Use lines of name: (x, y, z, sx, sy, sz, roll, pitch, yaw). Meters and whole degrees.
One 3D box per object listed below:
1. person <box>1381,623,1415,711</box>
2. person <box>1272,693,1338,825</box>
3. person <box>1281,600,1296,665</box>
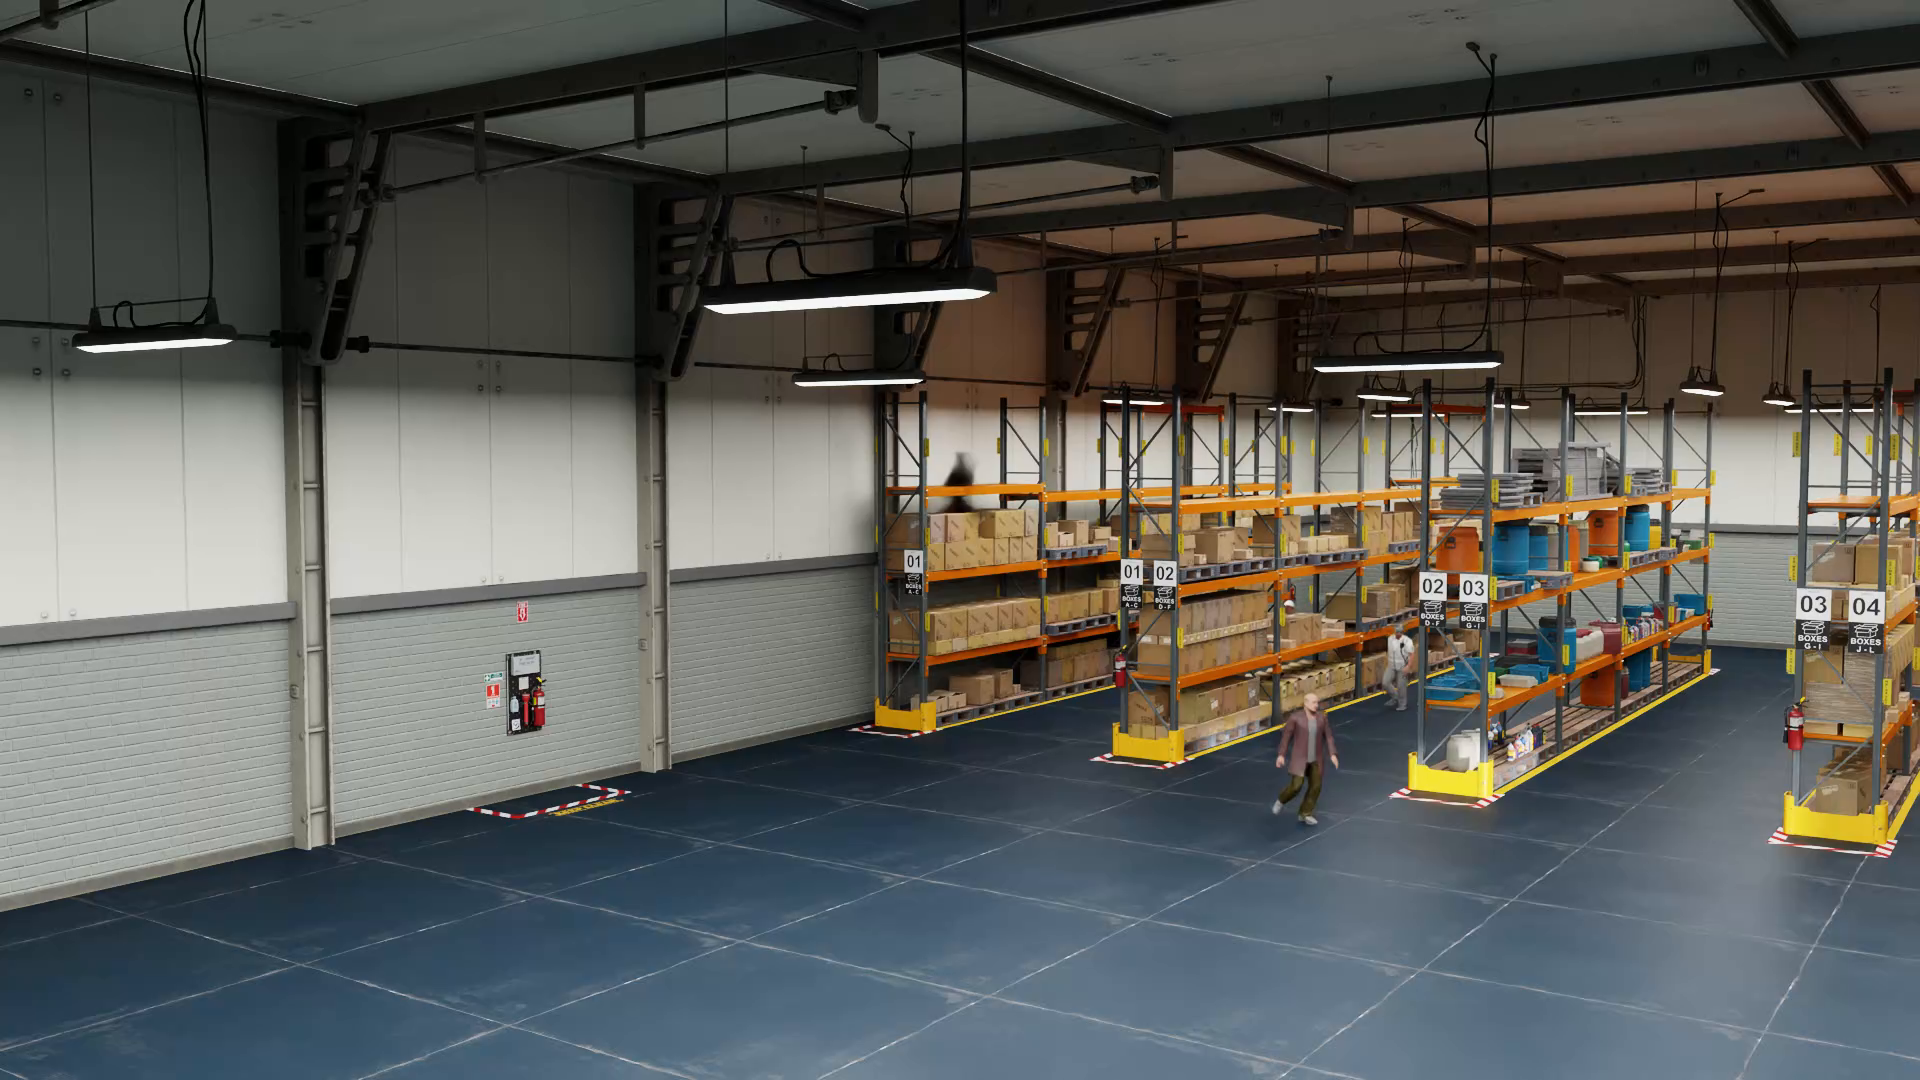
person: (8.307, 2.405, 31.482, 0.685, 1.698, 0.658, 3, 4, 39)
person: (4.581, 2.895, 22.150, 0.739, 1.745, 0.734, -1, 3, -14)
person: (6.911, 2.172, 35.156, 0.627, 1.799, 0.725, 2, 4, 28)
